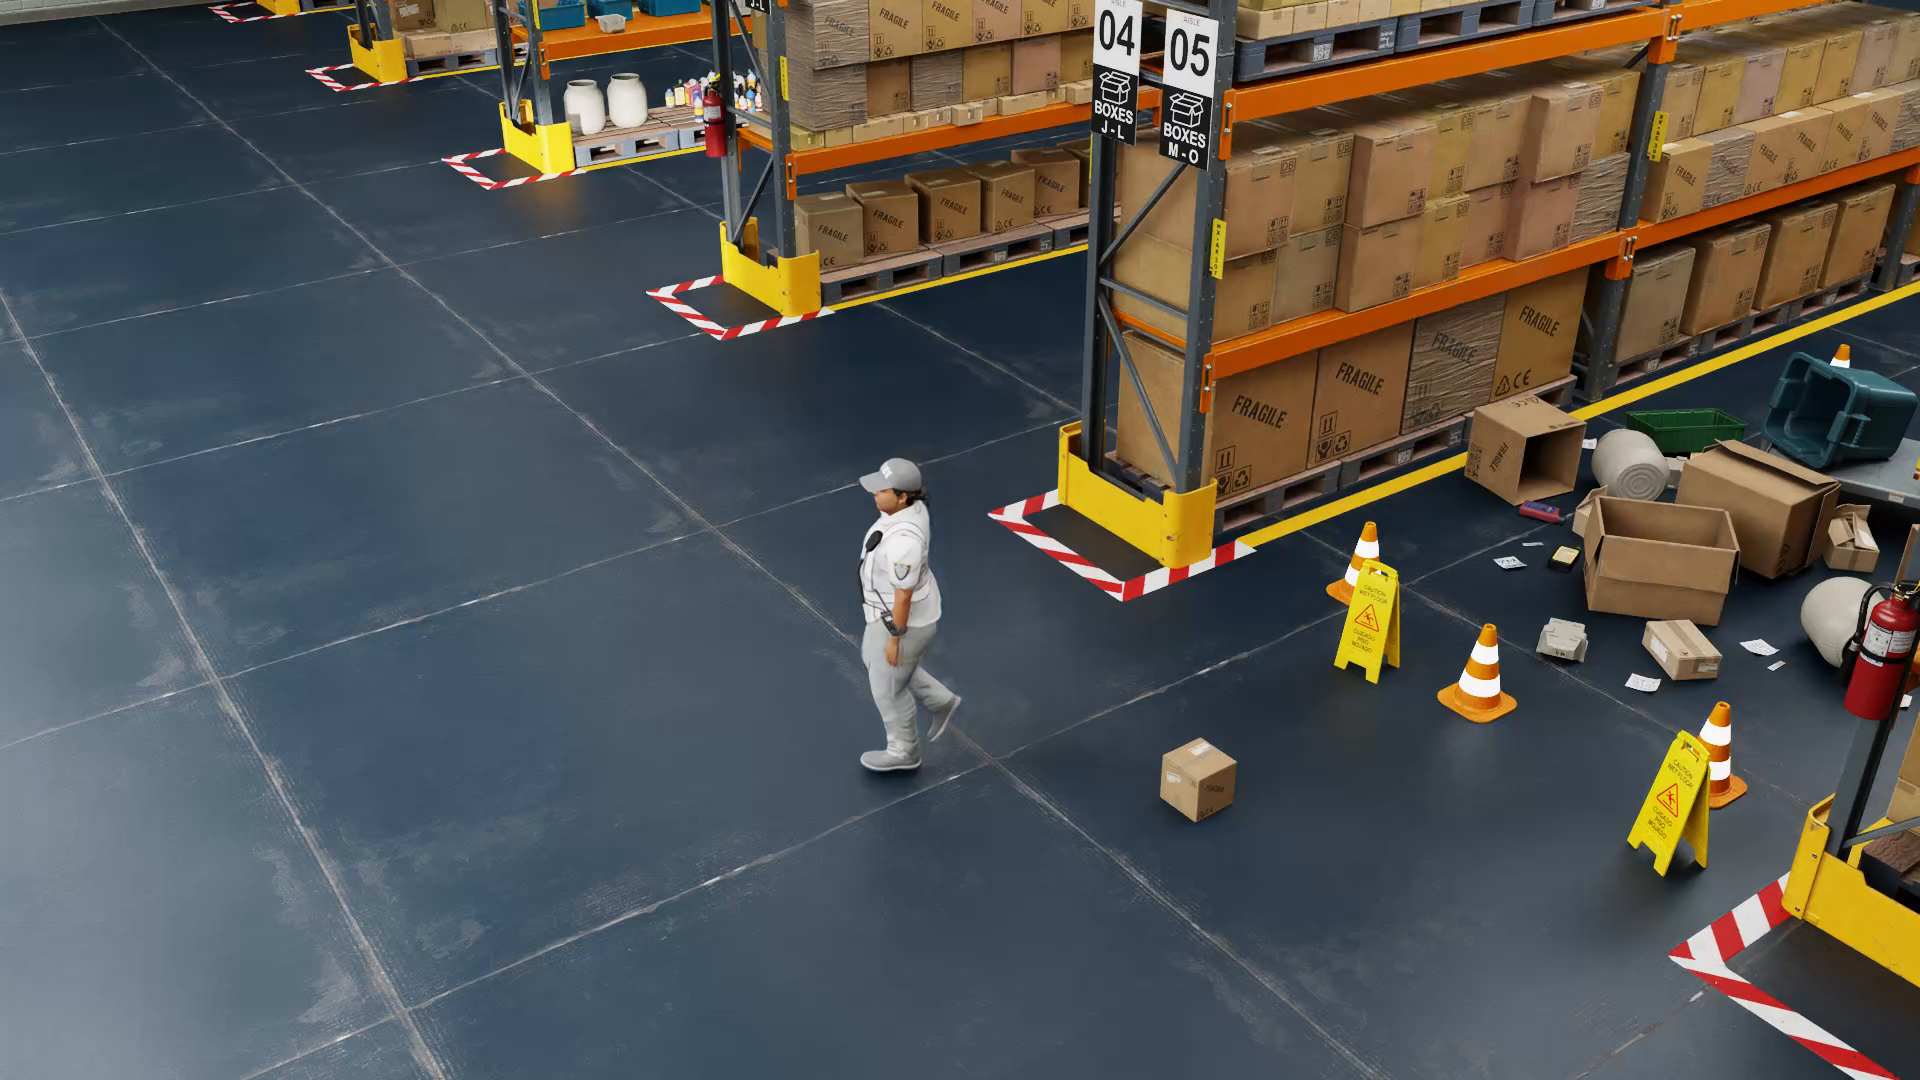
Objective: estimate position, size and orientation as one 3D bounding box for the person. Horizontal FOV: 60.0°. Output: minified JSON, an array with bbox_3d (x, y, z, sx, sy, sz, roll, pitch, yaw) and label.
[{"bbox_3d":[-0.242,0.363,7.915,0.498,1.646,0.502,1,29,1],"label":"person"}]
